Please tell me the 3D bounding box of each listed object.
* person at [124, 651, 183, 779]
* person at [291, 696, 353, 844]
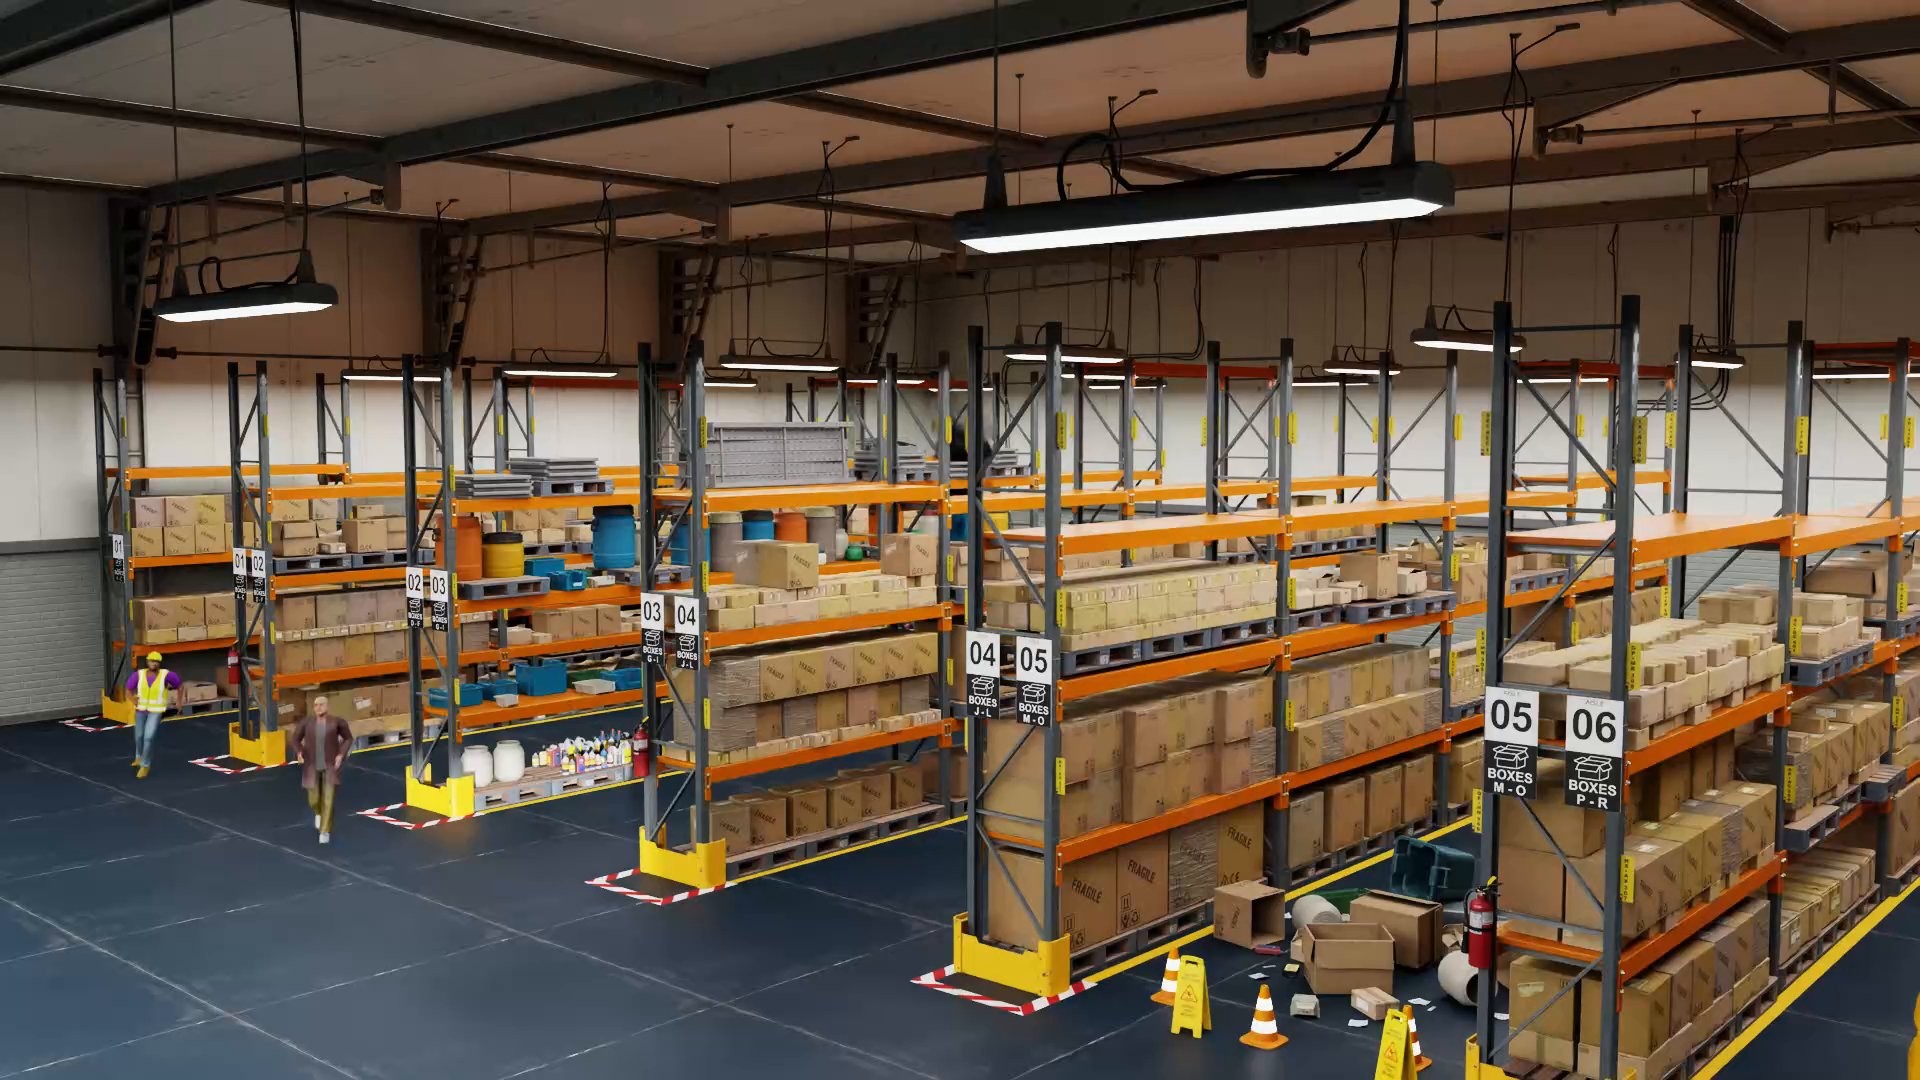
[{"bbox_3d":[-11.738,2.506,24.166,0.761,1.792,0.824,-1,4,-11],"label":"person"},{"bbox_3d":[-7.853,2.799,20.464,0.726,1.761,0.756,-1,4,-12],"label":"person"}]
